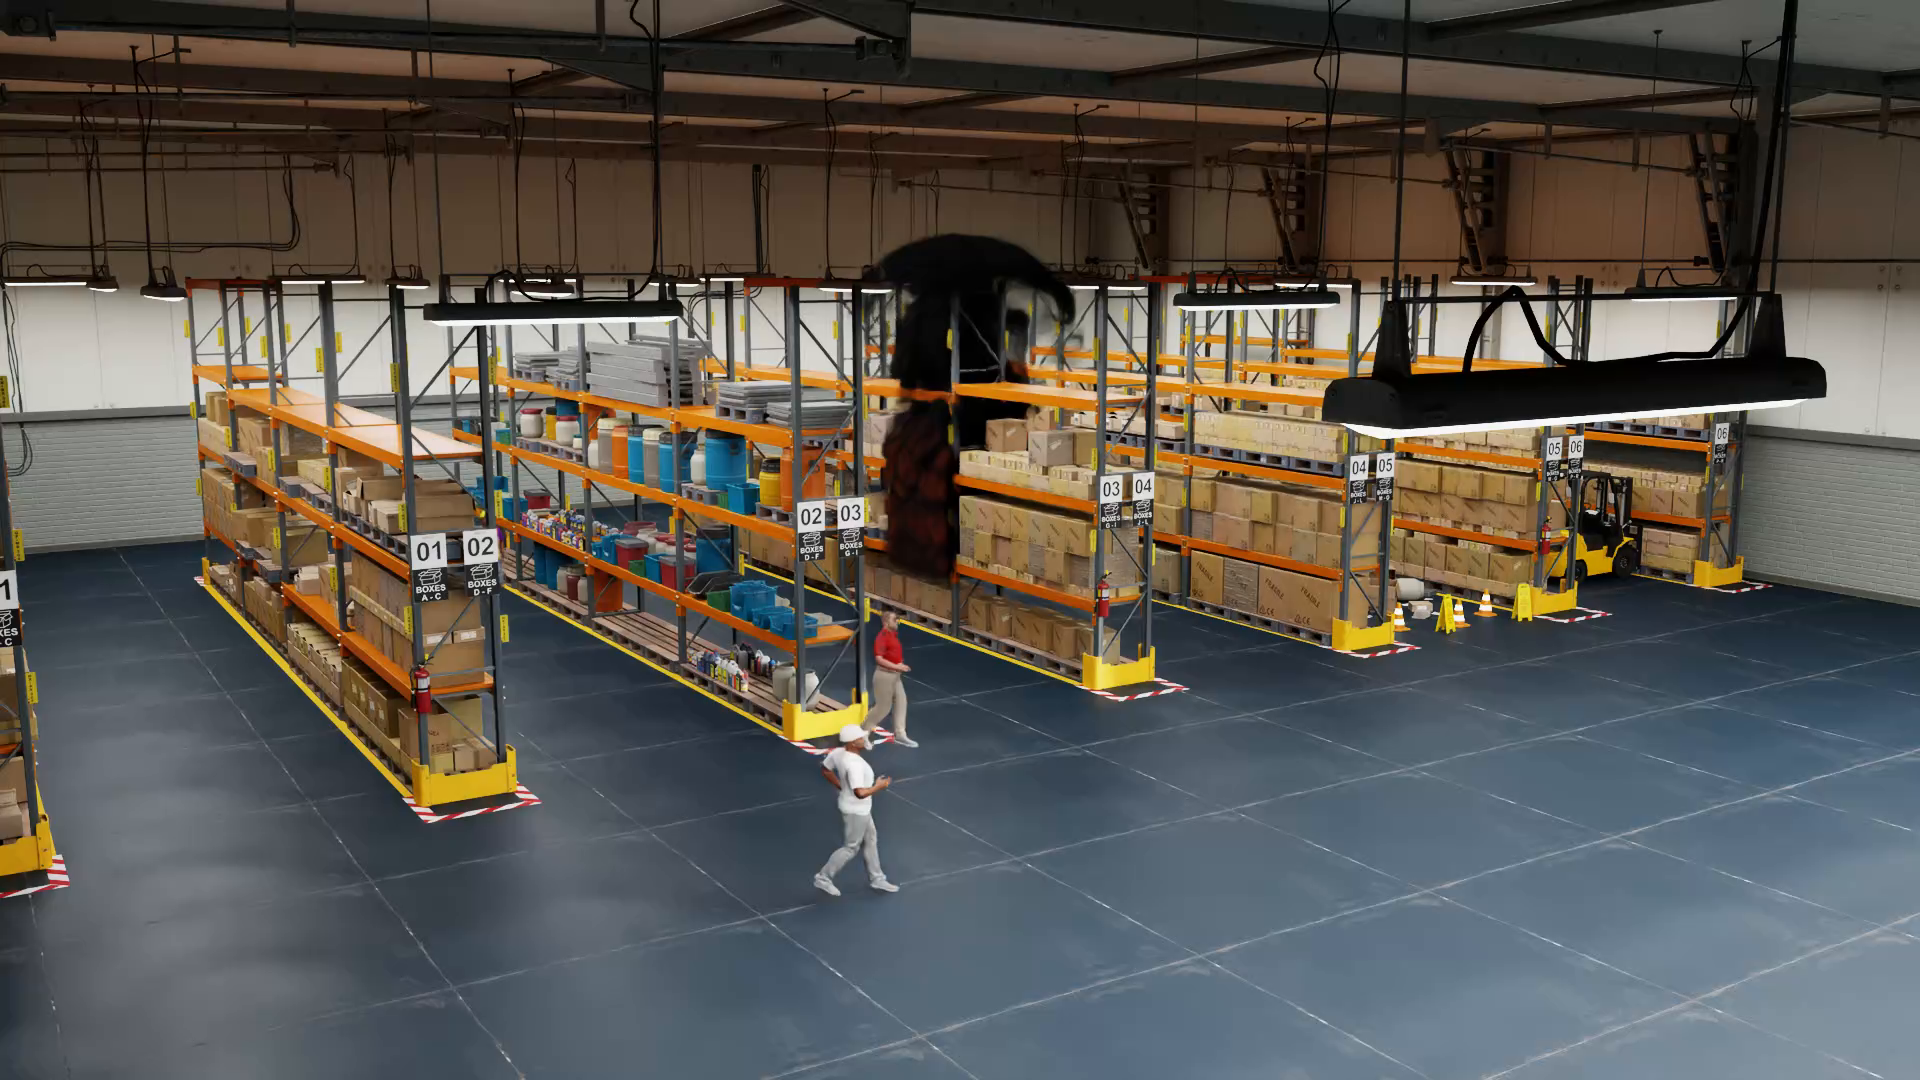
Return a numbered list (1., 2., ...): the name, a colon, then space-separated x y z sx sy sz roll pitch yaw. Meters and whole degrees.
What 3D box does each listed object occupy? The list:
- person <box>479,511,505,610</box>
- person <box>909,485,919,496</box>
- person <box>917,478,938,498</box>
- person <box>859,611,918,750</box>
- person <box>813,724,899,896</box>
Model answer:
1. person: -8.212 0.353 28.993 0.696 1.732 0.558 -7 12 -38
2. person: -1.105 -1.516 42.088 0.628 1.717 0.630 6 11 34
3. person: -0.654 -0.590 35.897 0.706 1.618 0.895 -7 12 -37
4. person: -0.929 1.770 20.956 0.804 1.772 0.688 2 10 10
5. person: -1.034 2.694 16.524 0.891 1.788 0.688 -2 10 -12
